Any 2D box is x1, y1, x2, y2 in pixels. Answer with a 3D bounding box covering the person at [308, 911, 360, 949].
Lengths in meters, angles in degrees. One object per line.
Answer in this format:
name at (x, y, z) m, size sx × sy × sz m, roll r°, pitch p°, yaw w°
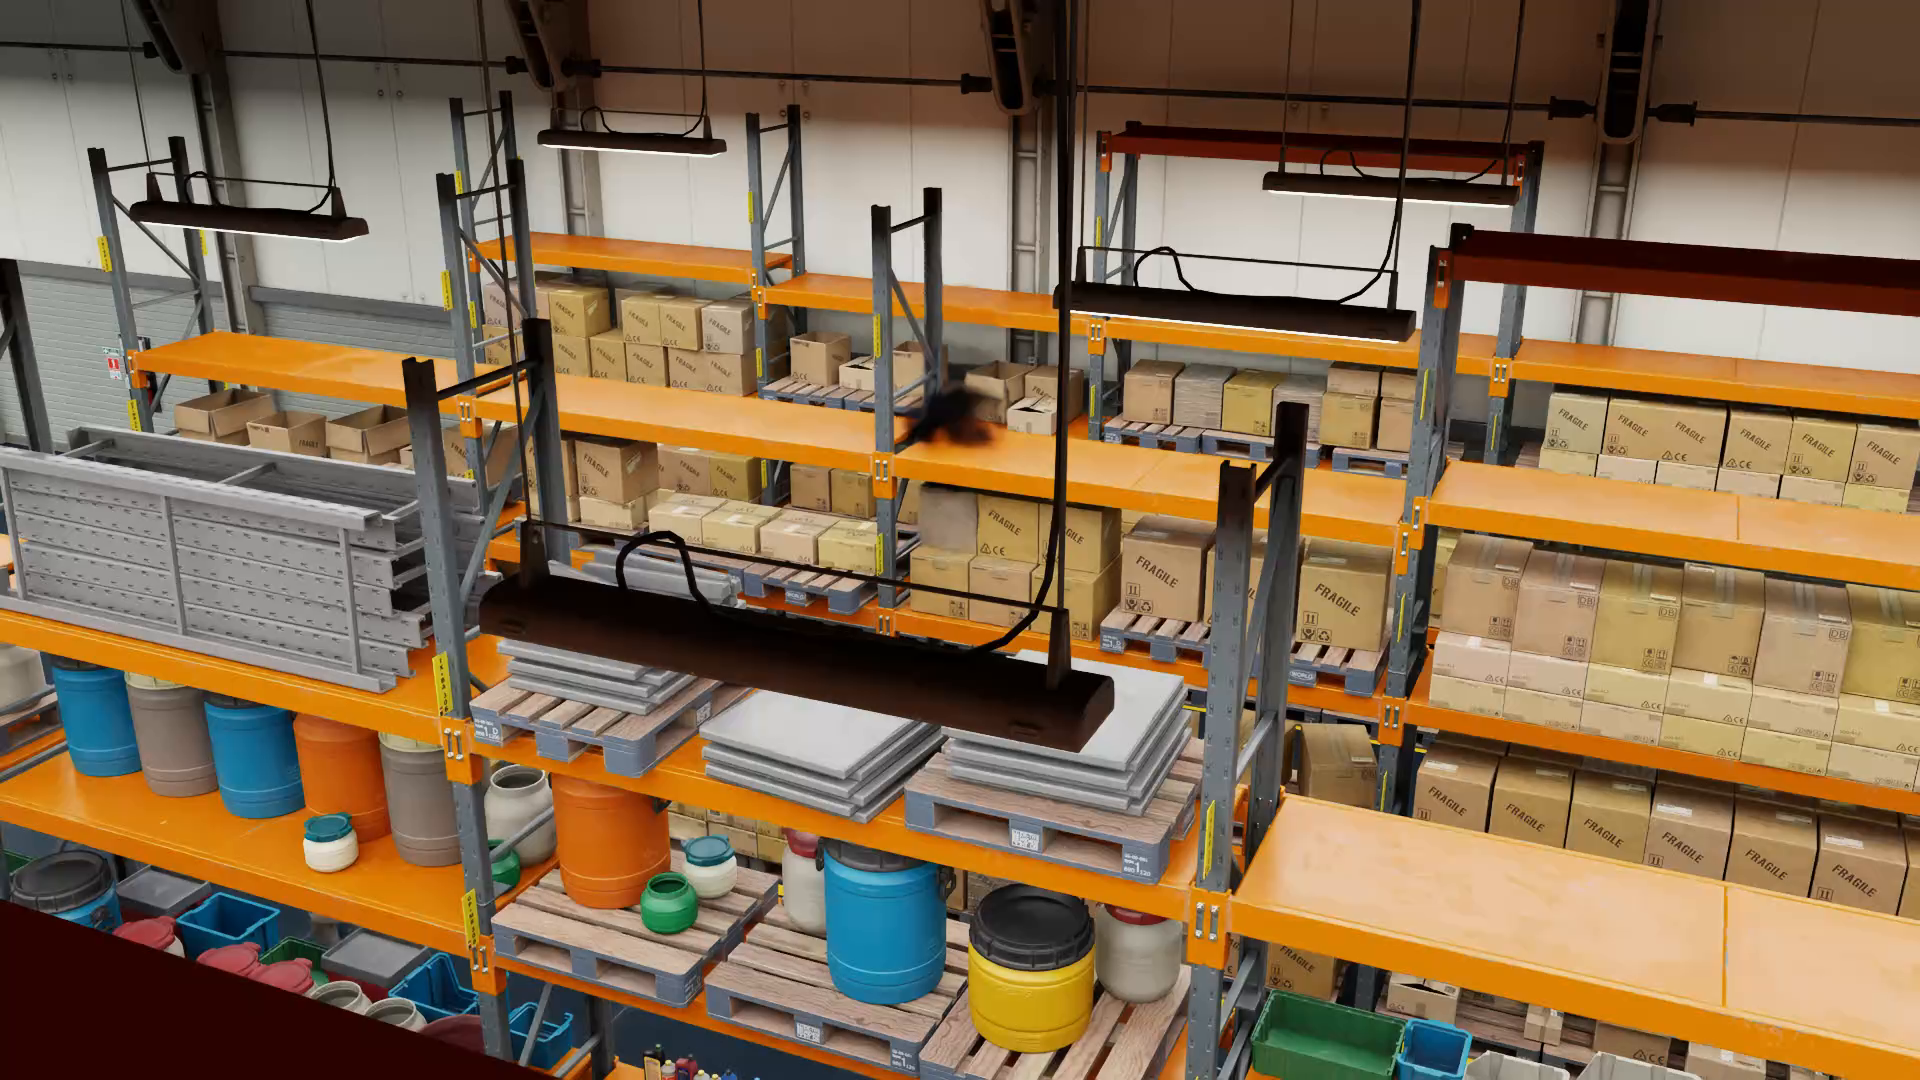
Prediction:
person at (-17.928, -0.073, 20.373) m, size 31.413 × 1.797 × 6.080 m, roll 8°, pitch 22°, yaw 22°
